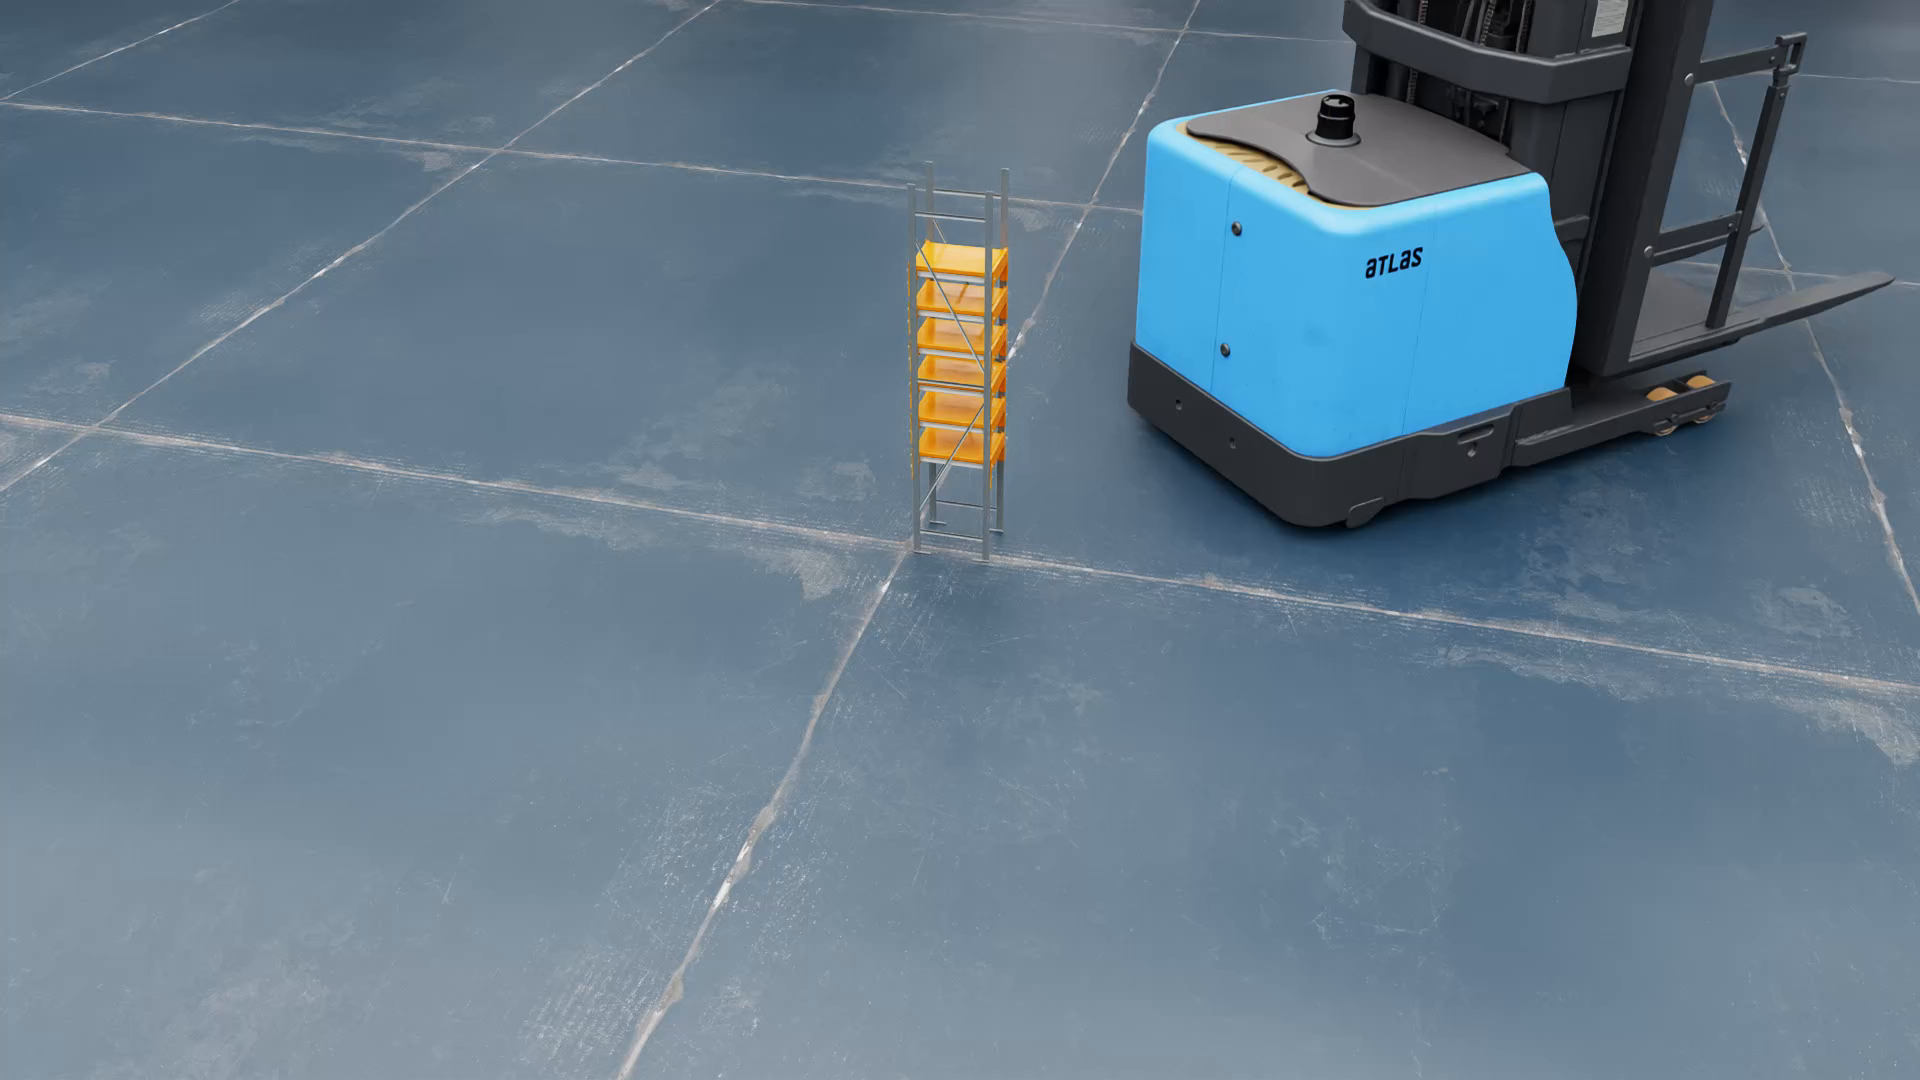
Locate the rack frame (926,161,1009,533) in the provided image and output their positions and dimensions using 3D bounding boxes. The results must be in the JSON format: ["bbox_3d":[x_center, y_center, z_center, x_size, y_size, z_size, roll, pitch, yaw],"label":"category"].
[{"bbox_3d":[0.020,-0.546,4.991,0.240,1.200,0.006,8,33,12],"label":"rack frame"}]

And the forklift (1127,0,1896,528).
[{"bbox_3d":[2.134,-1.795,5.424,3.031,2.843,1.129,-16,36,-24],"label":"forklift"}]

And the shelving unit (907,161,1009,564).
[{"bbox_3d":[-0.004,-0.499,4.916,0.258,1.200,0.189,8,33,12],"label":"shelving unit"}]

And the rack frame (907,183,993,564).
[{"bbox_3d":[-0.027,-0.451,4.842,0.240,1.200,0.006,8,33,12],"label":"rack frame"}]

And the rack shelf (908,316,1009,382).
[{"bbox_3d":[-0.004,-0.563,4.876,0.258,0.103,0.180,8,33,12],"label":"rack shelf"}]

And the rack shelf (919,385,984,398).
[{"bbox_3d":[-0.004,-0.478,4.929,0.199,0.020,0.166,8,33,12],"label":"rack shelf"}]

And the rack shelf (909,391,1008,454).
[{"bbox_3d":[-0.004,-0.360,5.005,0.258,0.103,0.180,8,33,12],"label":"rack shelf"}]

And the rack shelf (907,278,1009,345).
[{"bbox_3d":[-0.004,-0.664,4.811,0.258,0.103,0.180,8,33,12],"label":"rack shelf"}]

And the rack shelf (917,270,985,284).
[{"bbox_3d":[-0.004,-0.782,4.736,0.199,0.020,0.166,8,33,12],"label":"rack shelf"}]

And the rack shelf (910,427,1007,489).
[{"bbox_3d":[-0.004,-0.259,5.069,0.258,0.103,0.180,8,33,12],"label":"rack shelf"}]
